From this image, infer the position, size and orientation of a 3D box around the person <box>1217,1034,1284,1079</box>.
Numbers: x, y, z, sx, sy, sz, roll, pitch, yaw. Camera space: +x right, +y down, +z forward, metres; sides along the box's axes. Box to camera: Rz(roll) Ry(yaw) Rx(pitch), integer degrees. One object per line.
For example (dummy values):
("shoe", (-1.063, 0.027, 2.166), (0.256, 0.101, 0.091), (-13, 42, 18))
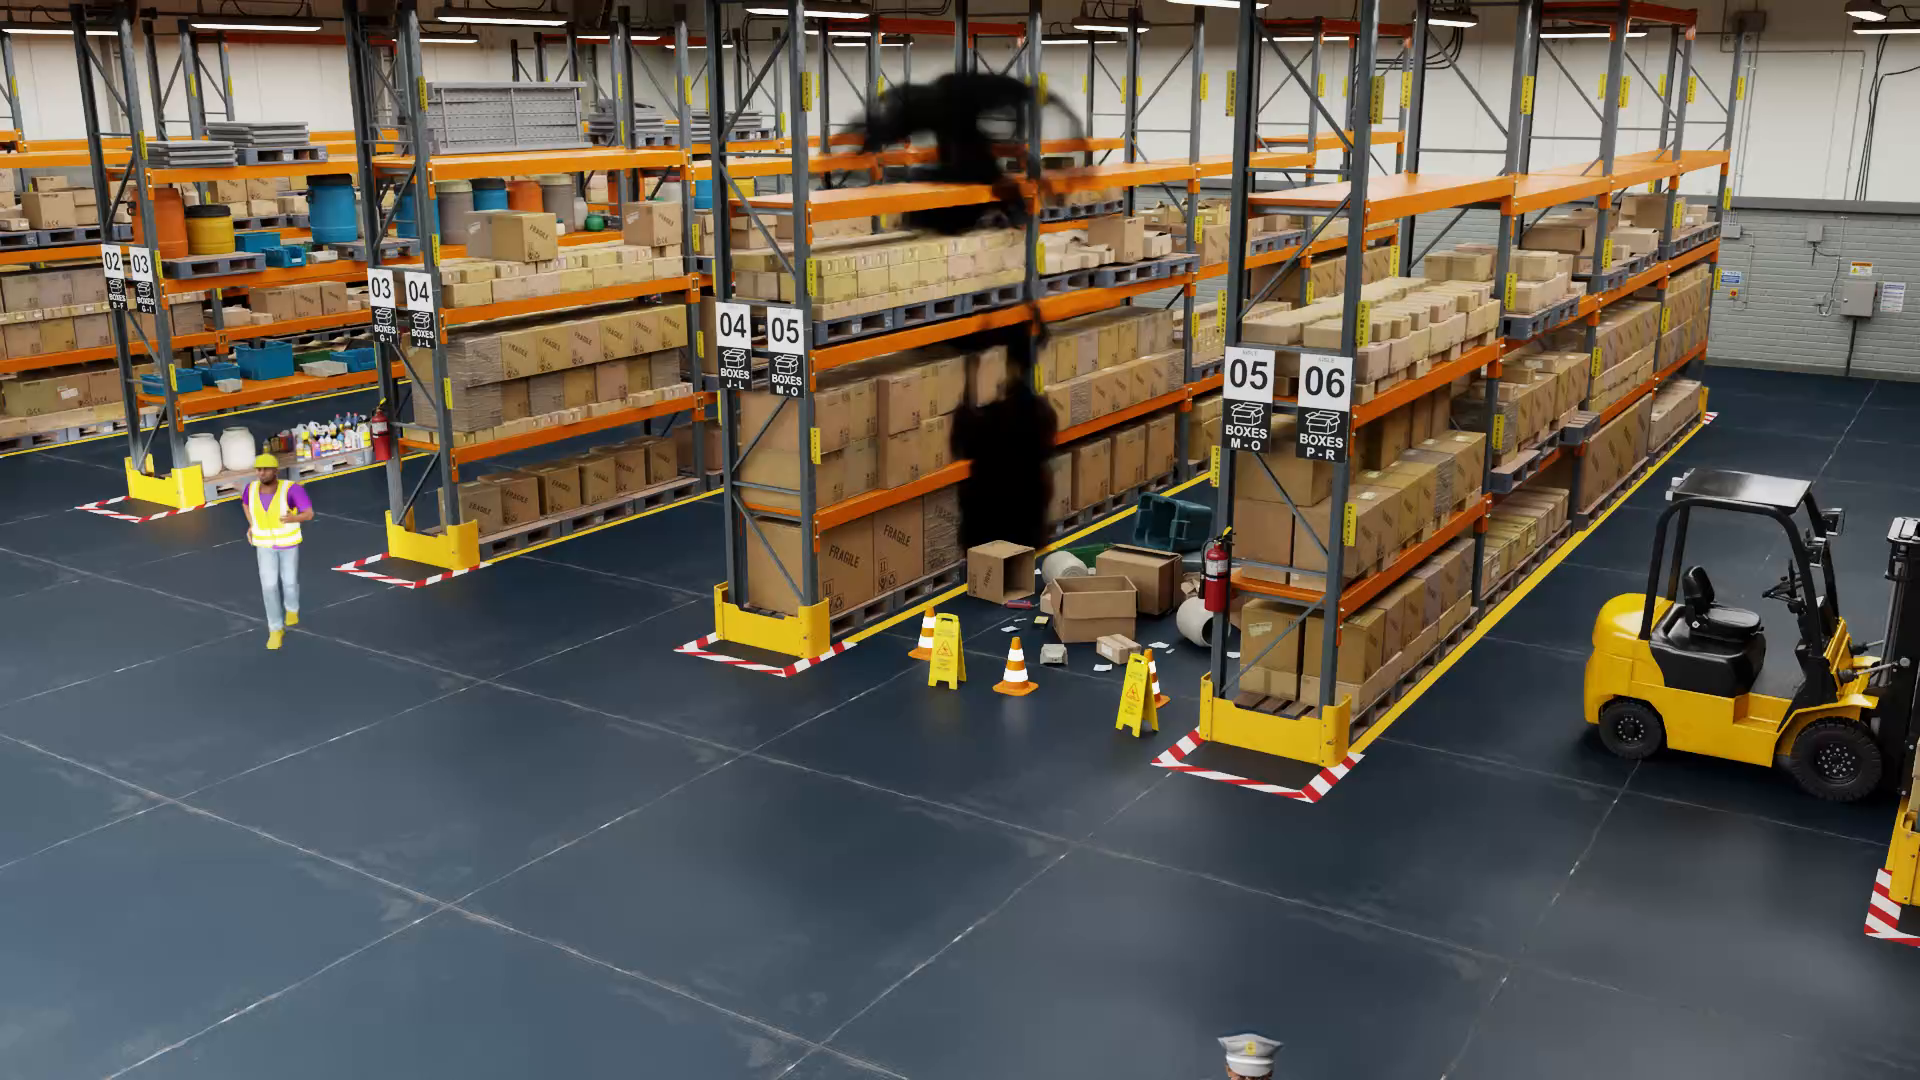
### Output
("person", (1.102, 2.695, 6.427), (0.554, 1.732, 0.672), (3, 16, 11))

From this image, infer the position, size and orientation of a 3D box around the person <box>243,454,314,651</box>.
("person", (-6.395, 0.070, 15.668), (0.664, 1.833, 0.782), (-4, 16, -13))

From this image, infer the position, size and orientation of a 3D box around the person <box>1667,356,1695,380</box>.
("person", (11.768, -3.007, 27.103), (0.622, 1.597, 0.523), (-7, 17, -23))
